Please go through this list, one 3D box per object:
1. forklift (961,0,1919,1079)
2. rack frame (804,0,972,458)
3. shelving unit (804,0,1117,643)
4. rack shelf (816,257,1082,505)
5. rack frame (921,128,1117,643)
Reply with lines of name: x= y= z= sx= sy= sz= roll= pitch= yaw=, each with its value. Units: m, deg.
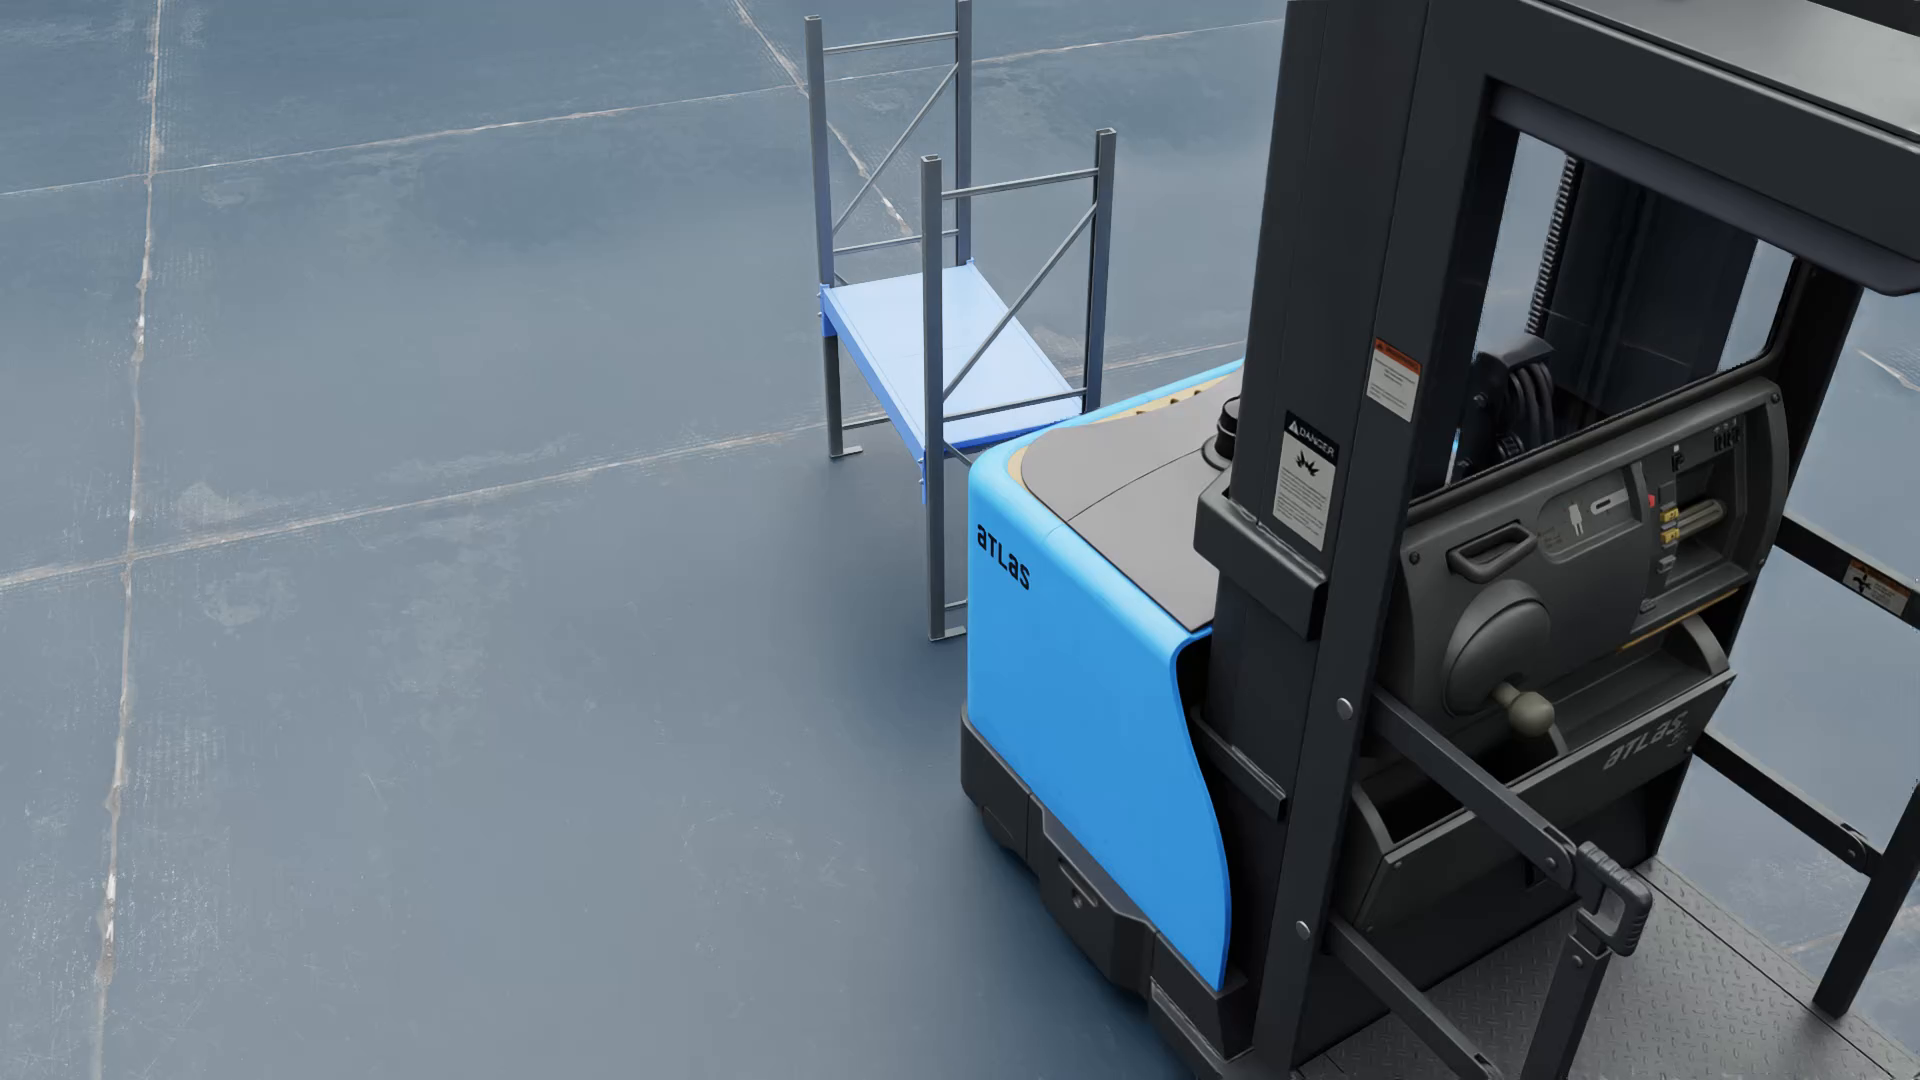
forklift: x=1.211 y=0.092 z=2.692 sx=1.130 sy=2.935 sz=3.031 roll=-21 pitch=42 yaw=-25
rack frame: x=-0.204 y=-0.934 z=5.244 sx=0.500 sy=1.500 sz=0.032 roll=-12 pitch=39 yaw=-16
shelving unit: x=-0.029 y=-0.647 z=4.863 sx=0.538 sy=1.500 sz=1.048 roll=-12 pitch=39 yaw=-16
rack shelf: x=-0.029 y=-0.504 z=4.971 sx=0.538 sy=0.185 sz=1.000 roll=-12 pitch=39 yaw=-16
rack frame: x=0.146 y=-0.360 z=4.481 sx=0.500 sy=1.500 sz=0.032 roll=-12 pitch=39 yaw=-16
